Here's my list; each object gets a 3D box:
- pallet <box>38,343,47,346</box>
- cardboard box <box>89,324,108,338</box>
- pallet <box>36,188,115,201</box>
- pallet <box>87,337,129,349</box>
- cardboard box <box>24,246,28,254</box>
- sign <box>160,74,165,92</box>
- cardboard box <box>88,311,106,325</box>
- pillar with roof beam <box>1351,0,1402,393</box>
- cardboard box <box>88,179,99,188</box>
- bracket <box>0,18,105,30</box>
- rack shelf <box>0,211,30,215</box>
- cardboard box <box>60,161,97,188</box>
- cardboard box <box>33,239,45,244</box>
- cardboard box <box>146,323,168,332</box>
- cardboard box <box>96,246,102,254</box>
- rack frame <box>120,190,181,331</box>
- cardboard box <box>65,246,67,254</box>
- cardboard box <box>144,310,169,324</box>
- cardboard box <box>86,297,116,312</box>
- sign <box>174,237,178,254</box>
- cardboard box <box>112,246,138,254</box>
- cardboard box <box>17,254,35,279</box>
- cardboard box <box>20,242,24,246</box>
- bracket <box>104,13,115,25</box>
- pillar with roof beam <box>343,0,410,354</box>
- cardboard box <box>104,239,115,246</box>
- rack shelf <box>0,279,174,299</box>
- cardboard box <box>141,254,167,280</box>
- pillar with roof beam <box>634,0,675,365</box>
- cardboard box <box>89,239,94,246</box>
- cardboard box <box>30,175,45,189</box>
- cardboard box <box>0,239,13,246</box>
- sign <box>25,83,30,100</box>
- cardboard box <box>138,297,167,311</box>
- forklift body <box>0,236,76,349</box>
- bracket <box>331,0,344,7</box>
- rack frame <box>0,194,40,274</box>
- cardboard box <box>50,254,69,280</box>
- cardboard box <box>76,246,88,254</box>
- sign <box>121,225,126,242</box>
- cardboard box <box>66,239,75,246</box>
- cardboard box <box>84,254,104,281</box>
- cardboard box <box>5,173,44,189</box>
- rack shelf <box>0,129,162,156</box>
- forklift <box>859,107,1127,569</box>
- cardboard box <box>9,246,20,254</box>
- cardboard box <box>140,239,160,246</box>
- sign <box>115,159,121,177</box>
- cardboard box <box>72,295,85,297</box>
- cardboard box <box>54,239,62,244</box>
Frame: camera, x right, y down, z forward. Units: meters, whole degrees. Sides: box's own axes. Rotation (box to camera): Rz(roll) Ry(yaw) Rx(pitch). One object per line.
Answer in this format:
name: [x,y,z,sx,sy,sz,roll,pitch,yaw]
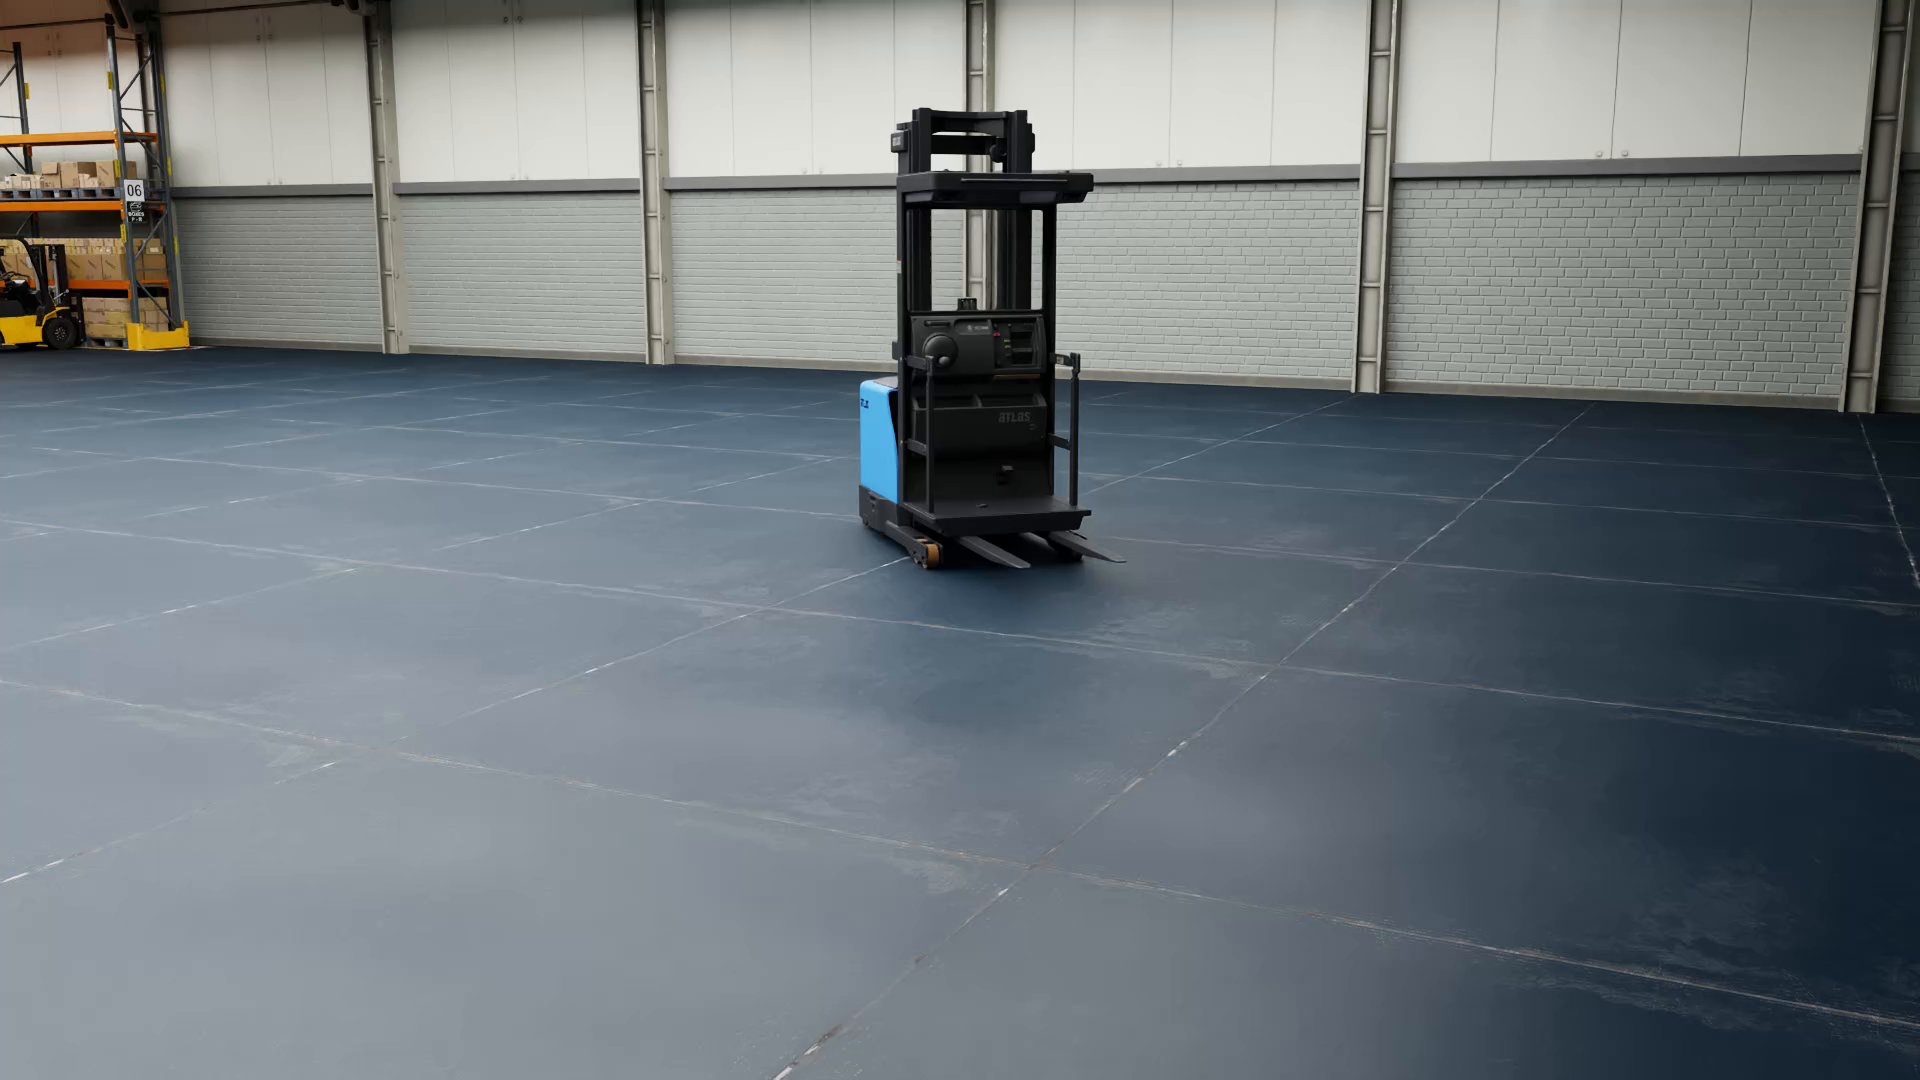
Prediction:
pallet: [-18.527,-4.099,33.787,1.213,0.211,1.003,5,11,26]
cardboard box: [-16.637,-4.106,32.539,0.500,0.250,0.500,5,11,26]
pallet: [-17.355,-6.814,32.782,1.213,0.211,1.003,5,11,26]
pallet: [-16.339,-3.907,32.725,1.213,0.211,1.003,5,11,26]
cardboard box: [-18.385,-5.775,33.112,0.250,0.149,0.380,5,12,27]
sign: [-15.383,-8.803,32.036,0.005,0.325,0.100,5,11,26]
cardboard box: [-16.654,-4.355,32.508,0.500,0.250,0.500,5,11,25]
pillar with roof beam: [3.758,-5.798,18.496,0.400,9.000,9.100,5,11,26]
cardboard box: [-16.512,-6.851,31.982,0.250,0.149,0.380,5,11,24]
bracket: [-18.700,-10.327,33.414,4.783,0.066,0.076,5,11,26]
rack shelf: [-21.015,-6.820,34.590,4.000,0.370,1.077,5,11,26]
cardboard box: [-17.013,-7.099,32.370,0.500,0.500,0.700,5,11,26]
cardboard box: [-18.130,-5.905,32.999,0.250,0.149,0.380,5,11,25]
cardboard box: [-15.988,-4.149,32.775,0.500,0.250,0.500,5,11,26]
cardboard box: [-16.517,-5.622,32.270,0.250,0.149,0.380,5,12,27]
rack frame: [-15.634,-5.226,32.181,0.127,3.000,1.000,5,11,26]
cardboard box: [-17.414,-5.708,32.743,0.250,0.149,0.380,5,11,25]
cardboard box: [-15.964,-4.395,32.732,0.500,0.250,0.500,5,12,27]
cardboard box: [-16.646,-4.597,32.441,0.500,0.250,0.500,5,12,27]
sign: [-15.383,-5.779,32.584,0.005,0.325,0.100,5,11,26]
cardboard box: [-16.069,-5.577,32.018,0.250,0.149,0.380,5,11,27]
cardboard box: [-18.465,-5.475,33.278,0.500,0.500,0.500,5,12,27]
cardboard box: [-18.560,-5.958,33.291,0.250,0.149,0.380,5,11,25]
bracket: [-16.389,-10.124,32.292,0.430,0.232,0.235,5,11,26]
pillar with roof beam: [-12.384,-7.216,26.334,0.548,9.000,9.100,5,11,26]
cardboard box: [-16.284,-5.749,32.137,0.250,0.149,0.380,5,11,26]
rack shelf: [-17.428,-5.029,33.116,4.000,0.370,1.077,5,11,26]
cardboard box: [-15.956,-5.358,32.633,0.500,0.500,0.500,5,12,28]
pillar with roof beam: [-7.003,-6.743,23.721,0.400,9.000,9.100,5,11,26]
cardboard box: [-16.721,-5.797,32.401,0.250,0.149,0.380,5,11,26]
cardboard box: [-18.025,-7.041,32.707,0.258,0.266,0.396,5,11,24]
cardboard box: [-19.067,-5.983,33.428,0.250,0.149,0.380,5,12,27]
sign: [-18.954,-9.117,33.770,0.005,0.325,0.100,5,11,26]
cardboard box: [-15.982,-4.639,32.675,0.500,0.250,0.500,5,11,25]
forklift body: [-18.142,-4.666,31.472,1.214,2.155,2.313,5,11,26]
bracket: [-11.008,-9.651,29.679,0.430,0.232,0.235,5,11,26]
rack frame: [-19.221,-5.541,33.922,0.127,3.000,1.000,5,11,26]
cardboard box: [-17.568,-5.392,32.820,0.500,0.500,0.500,5,11,26]
cardboard box: [-16.995,-5.657,32.462,0.250,0.149,0.380,5,11,24]
sign: [-15.887,-5.826,31.584,0.005,0.325,0.100,5,11,26]
cardboard box: [-17.238,-5.819,32.525,0.250,0.149,0.380,5,12,27]
cardboard box: [-16.653,-5.314,32.388,0.500,0.500,0.500,5,12,28]
cardboard box: [-18.583,-7.124,33.039,0.500,0.311,0.500,5,12,27]
rack shelf: [-17.428,-7.784,32.617,4.000,0.370,1.077,5,11,26]
forklift: [0.196,-1.336,10.881,1.130,2.935,3.031,-3,11,-18]
cardboard box: [-18.819,-5.822,33.373,0.250,0.149,0.380,5,12,27]
cardboard box: [-15.841,-5.801,32.422,0.250,0.149,0.380,5,11,25]
sign: [-15.887,-7.013,31.369,0.005,0.325,0.100,5,11,26]
cardboard box: [-17.786,-4.799,33.558,0.500,0.250,0.500,5,11,26]
cardboard box: [-17.645,-5.877,32.845,0.250,0.149,0.380,5,11,26]
